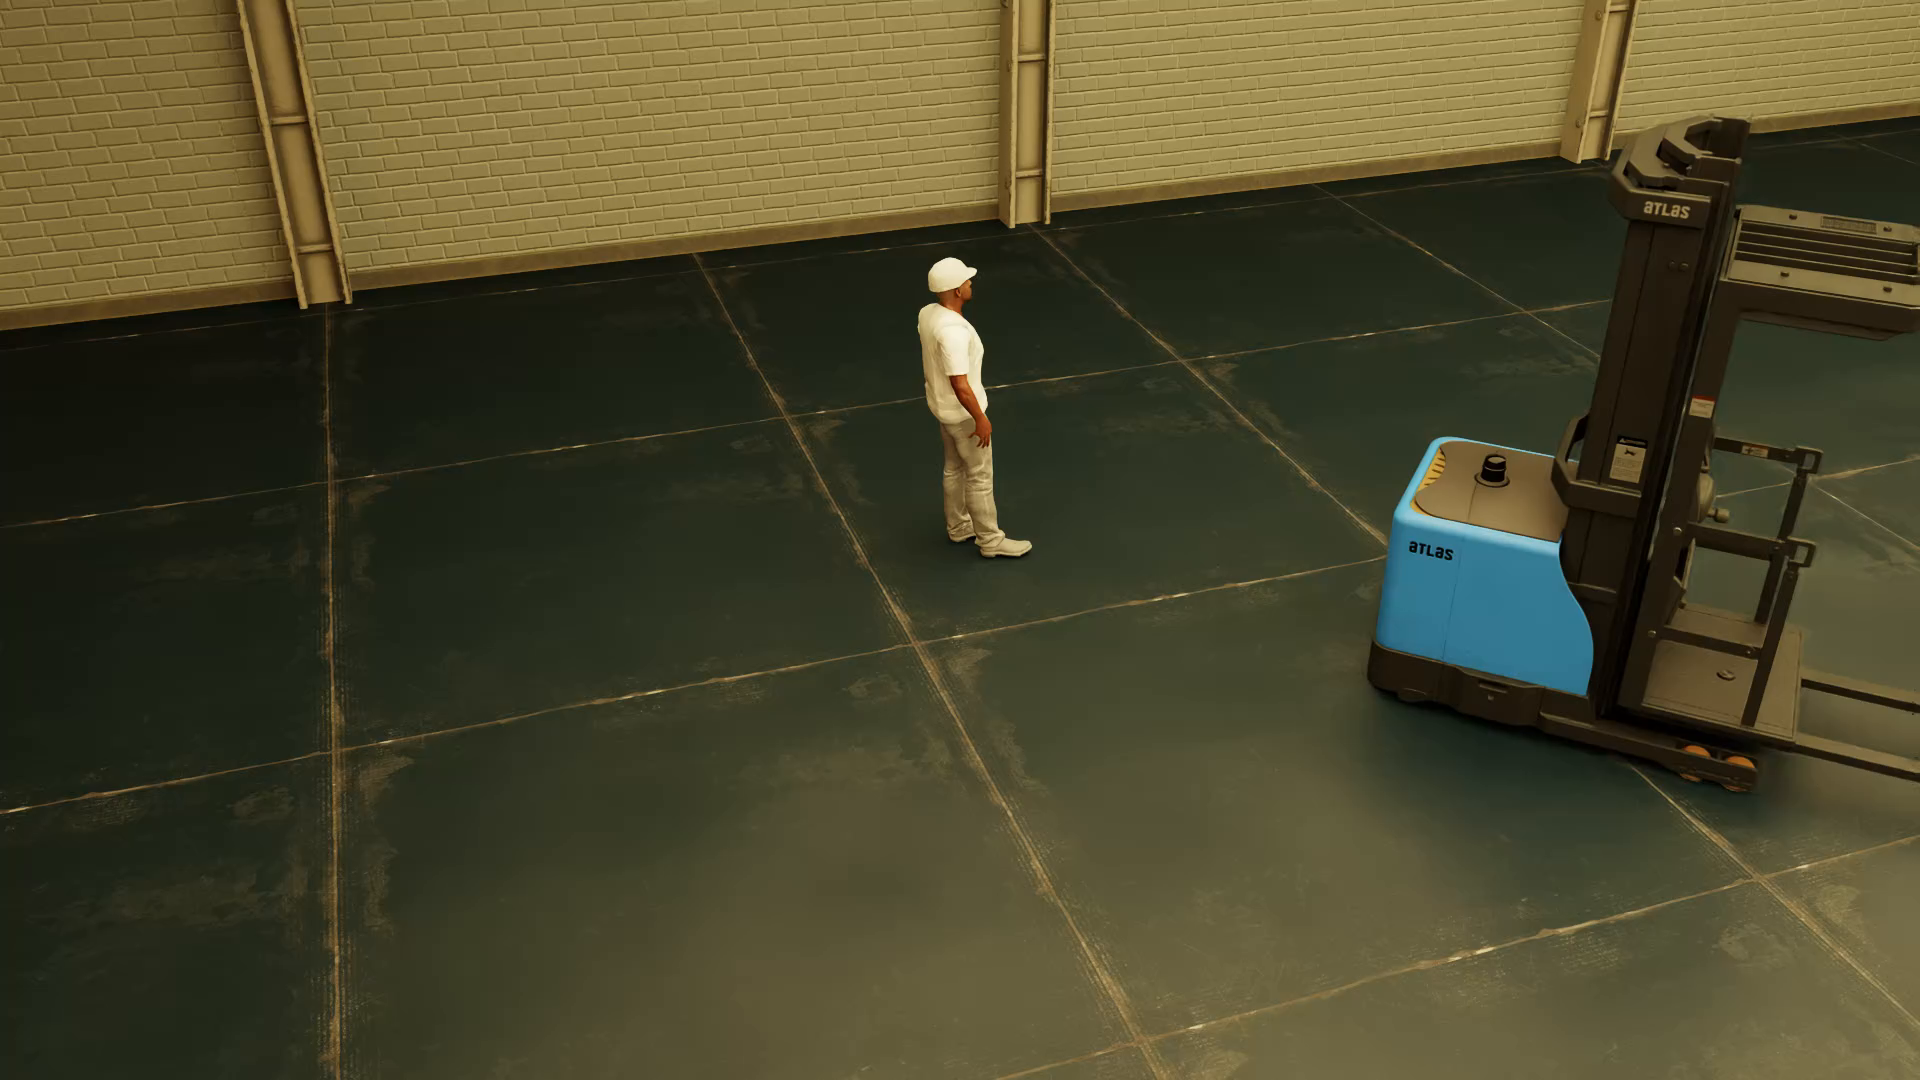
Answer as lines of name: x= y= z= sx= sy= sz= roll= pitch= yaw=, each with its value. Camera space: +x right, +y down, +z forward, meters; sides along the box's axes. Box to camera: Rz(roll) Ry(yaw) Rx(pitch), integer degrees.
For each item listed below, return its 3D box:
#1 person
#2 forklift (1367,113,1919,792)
person: x=0.068 y=-0.780 z=9.597 sx=0.575 sy=1.768 sz=0.665 roll=-10 pitch=31 yaw=-16
forklift: x=3.671 y=-0.372 z=7.734 sx=3.031 sy=2.935 sz=1.130 roll=14 pitch=33 yaw=22
